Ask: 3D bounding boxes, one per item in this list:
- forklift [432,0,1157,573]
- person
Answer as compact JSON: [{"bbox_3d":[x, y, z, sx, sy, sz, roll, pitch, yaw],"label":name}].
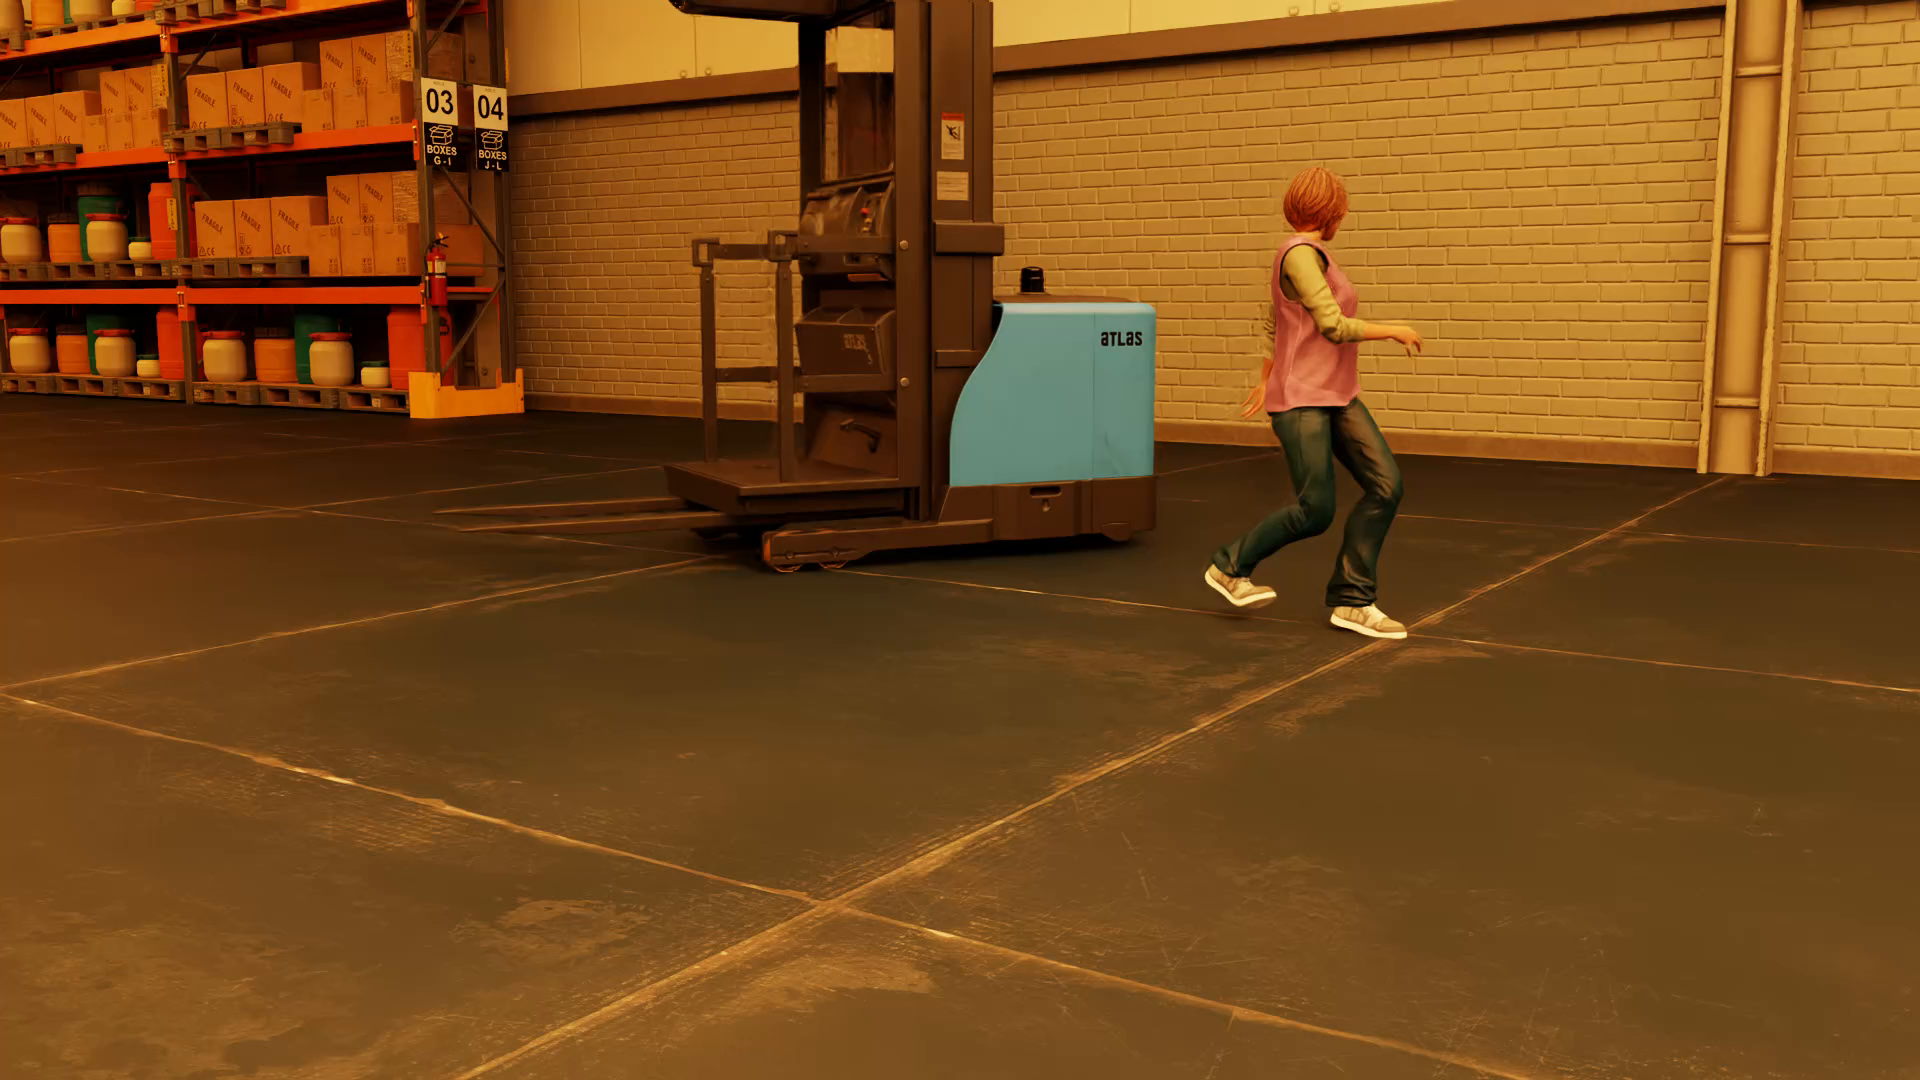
[{"bbox_3d":[-0.673,-1.402,7.050,3.031,2.935,1.130,-4,9,-26],"label":"forklift"},{"bbox_3d":[1.172,-0.456,5.507,0.719,1.519,0.466,6,10,35],"label":"person"}]
